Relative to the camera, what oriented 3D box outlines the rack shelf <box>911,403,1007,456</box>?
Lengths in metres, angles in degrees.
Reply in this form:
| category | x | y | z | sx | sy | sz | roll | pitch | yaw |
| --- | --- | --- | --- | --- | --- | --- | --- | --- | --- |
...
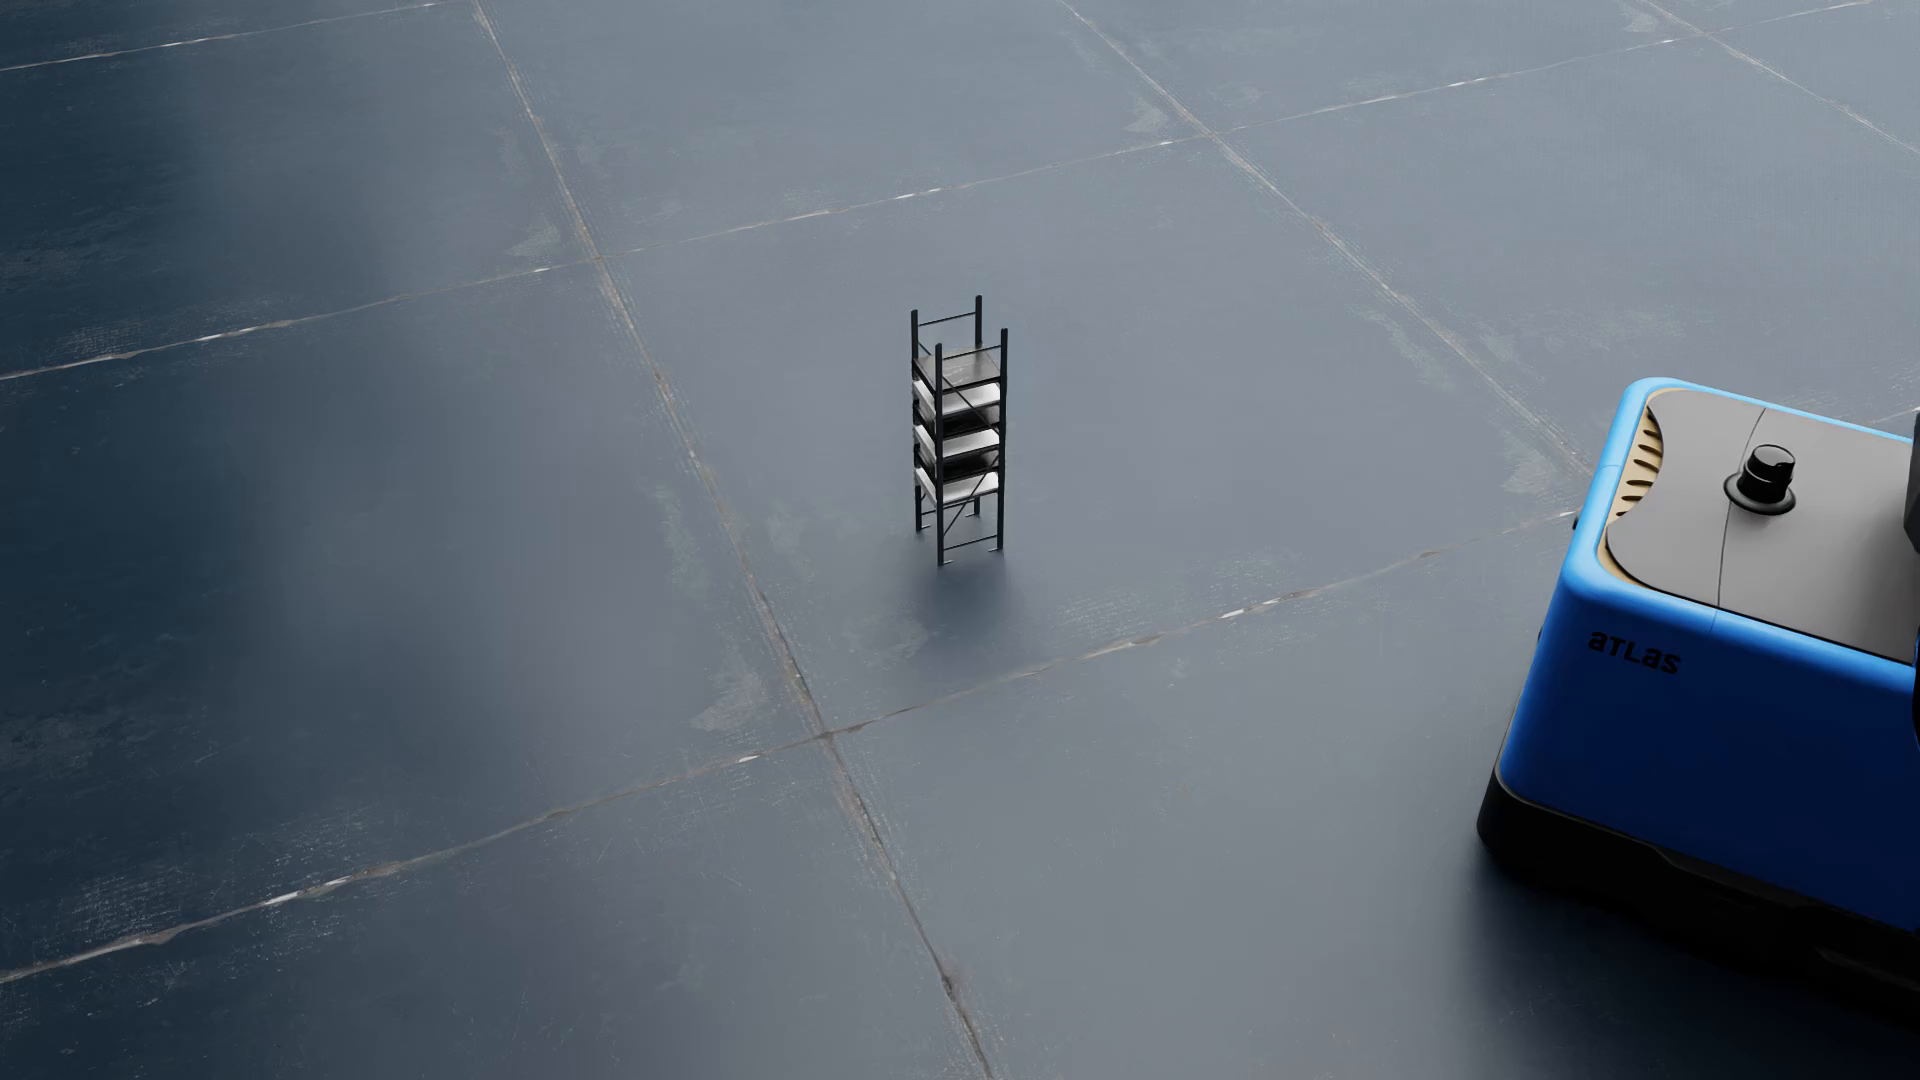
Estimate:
| category | x | y | z | sx | sy | sz | roll | pitch | yaw |
| --- | --- | --- | --- | --- | --- | --- | --- | --- | --- |
| rack shelf | -0.003 | -0.389 | 5.425 | 0.258 | 0.077 | 0.200 | -15 | 43 | -17 |

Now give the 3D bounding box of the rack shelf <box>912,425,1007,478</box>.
| category | x | y | z | sx | sy | sz | roll | pitch | yaw |
| --- | --- | --- | --- | --- | --- | --- | --- | --- | --- |
| rack shelf | -0.003 | -0.321 | 5.484 | 0.258 | 0.077 | 0.200 | -15 | 43 | -17 |

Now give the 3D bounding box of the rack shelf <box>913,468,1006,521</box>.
| category | x | y | z | sx | sy | sz | roll | pitch | yaw |
| --- | --- | --- | --- | --- | --- | --- | --- | --- | --- |
| rack shelf | -0.003 | -0.184 | 5.601 | 0.258 | 0.077 | 0.200 | -15 | 43 | -17 |

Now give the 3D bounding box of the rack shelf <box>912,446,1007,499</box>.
| category | x | y | z | sx | sy | sz | roll | pitch | yaw |
| --- | --- | --- | --- | --- | --- | --- | --- | --- | --- |
| rack shelf | -0.003 | -0.253 | 5.543 | 0.258 | 0.077 | 0.200 | -15 | 43 | -17 |

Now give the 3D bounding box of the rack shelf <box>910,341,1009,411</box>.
| category | x | y | z | sx | sy | sz | roll | pitch | yaw |
| --- | --- | --- | --- | --- | --- | --- | --- | --- | --- |
| rack shelf | -0.003 | -0.526 | 5.308 | 0.258 | 0.077 | 0.200 | -15 | 43 | -17 |

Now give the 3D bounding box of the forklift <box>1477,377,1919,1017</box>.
| category | x | y | z | sx | sy | sz | roll | pitch | yaw |
| --- | --- | --- | --- | --- | --- | --- | --- | --- | --- |
| forklift | 3.009 | -0.060 | 3.571 | 3.031 | 2.935 | 1.130 | 18 | 44 | 20 |

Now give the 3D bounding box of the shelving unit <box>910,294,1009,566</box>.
| category | x | y | z | sx | sy | sz | roll | pitch | yaw |
| --- | --- | --- | --- | --- | --- | --- | --- | --- | --- |
| shelving unit | -0.003 | -0.346 | 5.462 | 0.258 | 0.900 | 0.210 | -15 | 43 | -17 |

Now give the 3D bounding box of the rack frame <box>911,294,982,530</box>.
| category | x | y | z | sx | sy | sz | roll | pitch | yaw |
| --- | --- | --- | --- | --- | --- | --- | --- | --- | --- |
| rack frame | -0.042 | -0.407 | 5.534 | 0.240 | 0.900 | 0.006 | -15 | 43 | -17 |

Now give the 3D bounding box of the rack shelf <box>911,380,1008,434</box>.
| category | x | y | z | sx | sy | sz | roll | pitch | yaw |
| --- | --- | --- | --- | --- | --- | --- | --- | --- | --- |
| rack shelf | -0.003 | -0.457 | 5.367 | 0.258 | 0.077 | 0.200 | -15 | 43 | -17 |

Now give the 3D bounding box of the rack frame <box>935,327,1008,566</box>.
| category | x | y | z | sx | sy | sz | roll | pitch | yaw |
| --- | --- | --- | --- | --- | --- | --- | --- | --- | --- |
| rack frame | 0.036 | -0.285 | 5.391 | 0.240 | 0.900 | 0.006 | -15 | 43 | -17 |
